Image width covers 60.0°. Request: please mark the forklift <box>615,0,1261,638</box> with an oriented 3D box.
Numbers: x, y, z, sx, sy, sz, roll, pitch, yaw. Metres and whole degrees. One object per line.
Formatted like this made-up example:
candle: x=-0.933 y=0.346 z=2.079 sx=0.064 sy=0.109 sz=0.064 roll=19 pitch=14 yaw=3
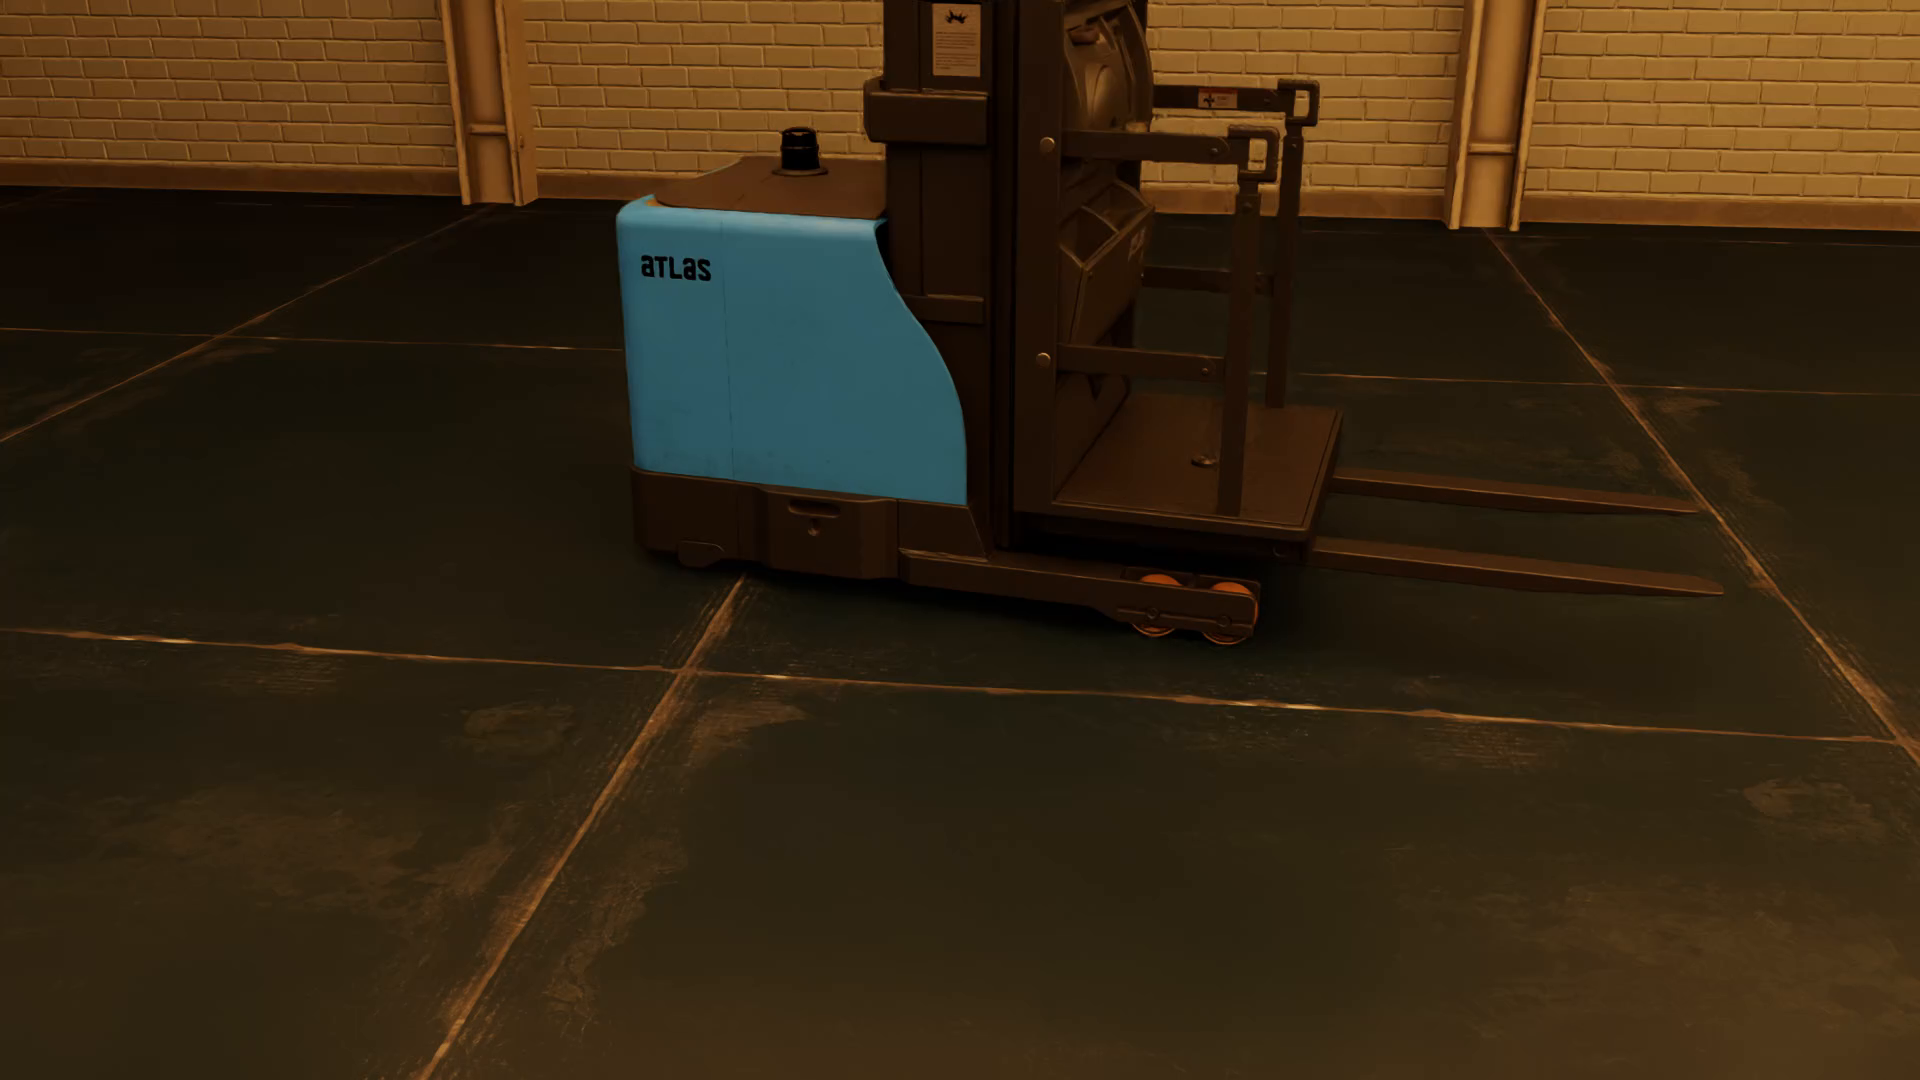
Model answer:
forklift: x=0.596 y=-1.298 z=4.477 sx=3.031 sy=2.935 sz=1.130 roll=6 pitch=23 yaw=16
